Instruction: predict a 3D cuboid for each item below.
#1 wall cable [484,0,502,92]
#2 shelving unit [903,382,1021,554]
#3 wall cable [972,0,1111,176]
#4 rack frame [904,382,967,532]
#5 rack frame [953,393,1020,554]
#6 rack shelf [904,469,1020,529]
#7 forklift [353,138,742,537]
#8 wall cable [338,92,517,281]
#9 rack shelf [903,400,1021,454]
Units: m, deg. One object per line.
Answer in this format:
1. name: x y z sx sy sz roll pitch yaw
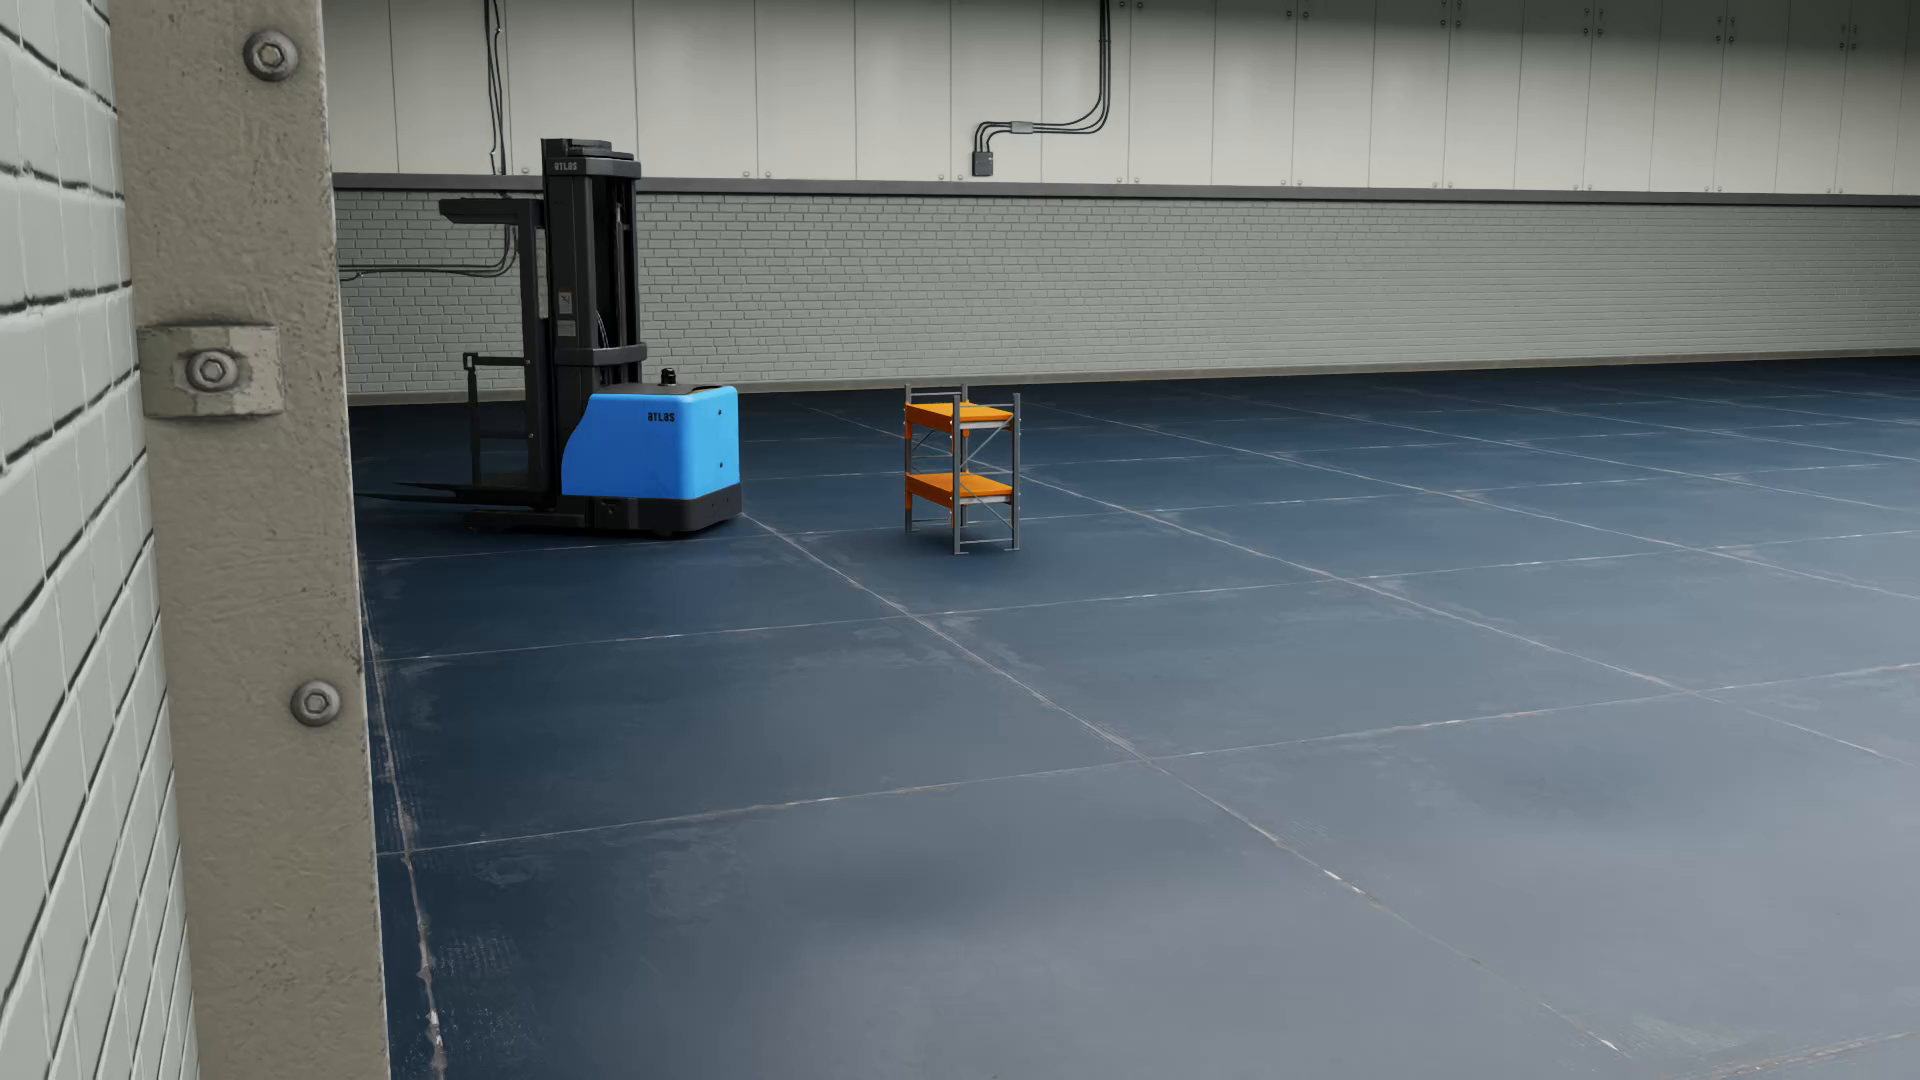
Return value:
1. wall cable: -5.048 -7.424 22.862 3.097 2.526 0.112 -4 11 -21
2. shelving unit: 0.002 -0.553 12.273 0.538 1.125 1.048 -4 11 -21
3. wall cable: 1.285 -8.568 25.142 2.305 6.003 0.169 -4 11 -21
4. rack frame: -0.182 -0.636 12.740 0.500 1.125 0.032 -4 11 -21
5. rack frame: 0.187 -0.470 11.807 0.500 1.125 0.032 -4 11 -21
6. rack shelf: 0.002 -0.312 12.316 0.538 0.278 1.000 -4 11 -21
7. forklift: -3.308 -1.585 12.919 3.031 2.935 1.130 3 10 14
8. wall cable: -7.569 -4.765 22.339 3.097 2.526 0.112 -4 11 -21
9. rack shelf: 0.002 -0.841 12.222 0.538 0.278 1.000 -4 11 -21
